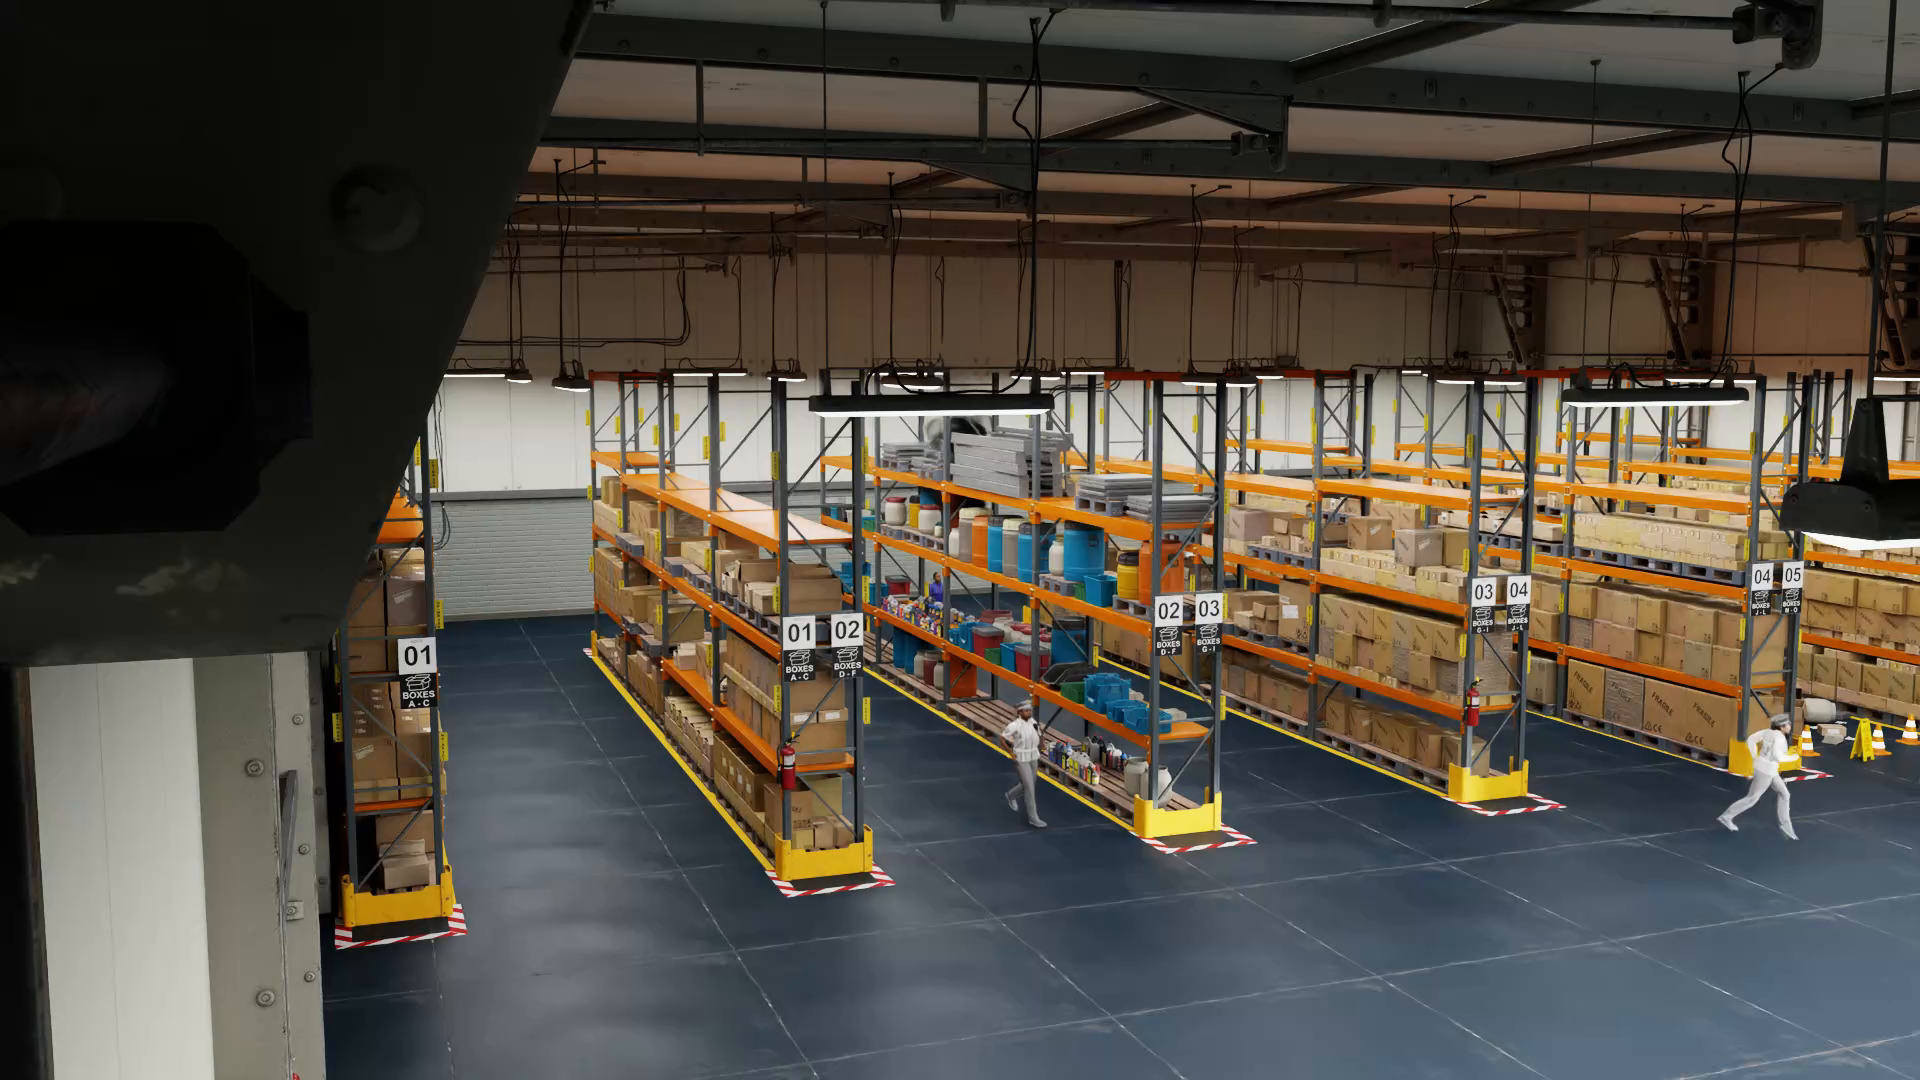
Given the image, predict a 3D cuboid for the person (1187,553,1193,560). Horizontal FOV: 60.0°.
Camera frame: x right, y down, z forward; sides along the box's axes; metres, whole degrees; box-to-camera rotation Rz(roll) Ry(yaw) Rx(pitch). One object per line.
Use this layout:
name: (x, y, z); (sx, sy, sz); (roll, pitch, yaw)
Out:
person: (5.352, 1.146, 38.915); (0.726, 1.732, 0.625); (-1, 7, -12)

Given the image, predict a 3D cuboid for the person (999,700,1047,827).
person: (0.870, 2.973, 22.499); (0.583, 1.674, 0.919); (-5, 8, -40)

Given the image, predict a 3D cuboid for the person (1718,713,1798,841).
person: (10.479, 3.088, 21.759); (0.993, 1.695, 0.611); (2, 7, 16)

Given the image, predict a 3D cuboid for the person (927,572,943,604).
person: (-0.478, 1.497, 36.144); (0.581, 1.621, 0.546); (-4, 7, -30)
